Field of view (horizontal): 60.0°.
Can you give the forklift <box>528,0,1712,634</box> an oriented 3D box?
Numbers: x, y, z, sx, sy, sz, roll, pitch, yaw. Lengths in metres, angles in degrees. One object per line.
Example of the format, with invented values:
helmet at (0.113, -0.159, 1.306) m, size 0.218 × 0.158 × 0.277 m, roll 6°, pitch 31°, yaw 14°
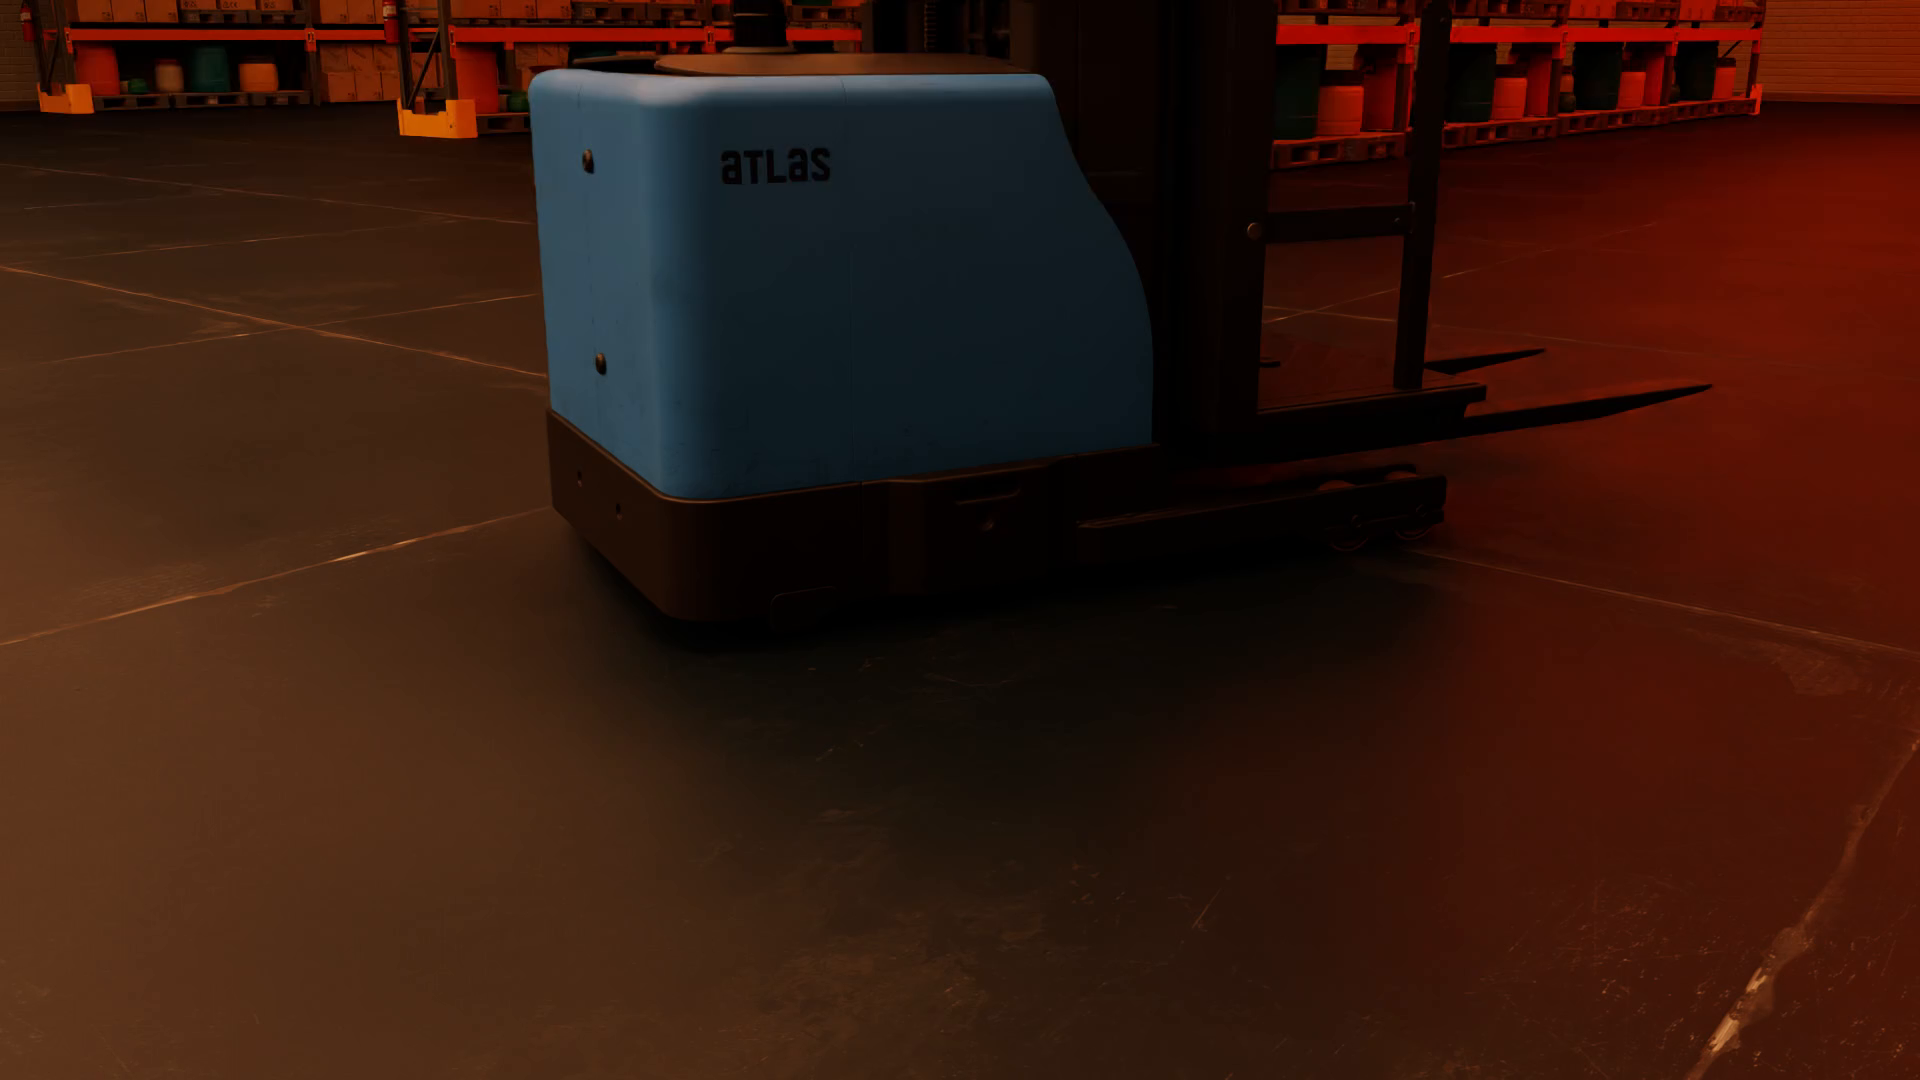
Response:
forklift at (0.576, -1.501, 3.841) m, size 3.031 × 2.935 × 1.130 m, roll -9°, pitch 19°, yaw -26°
